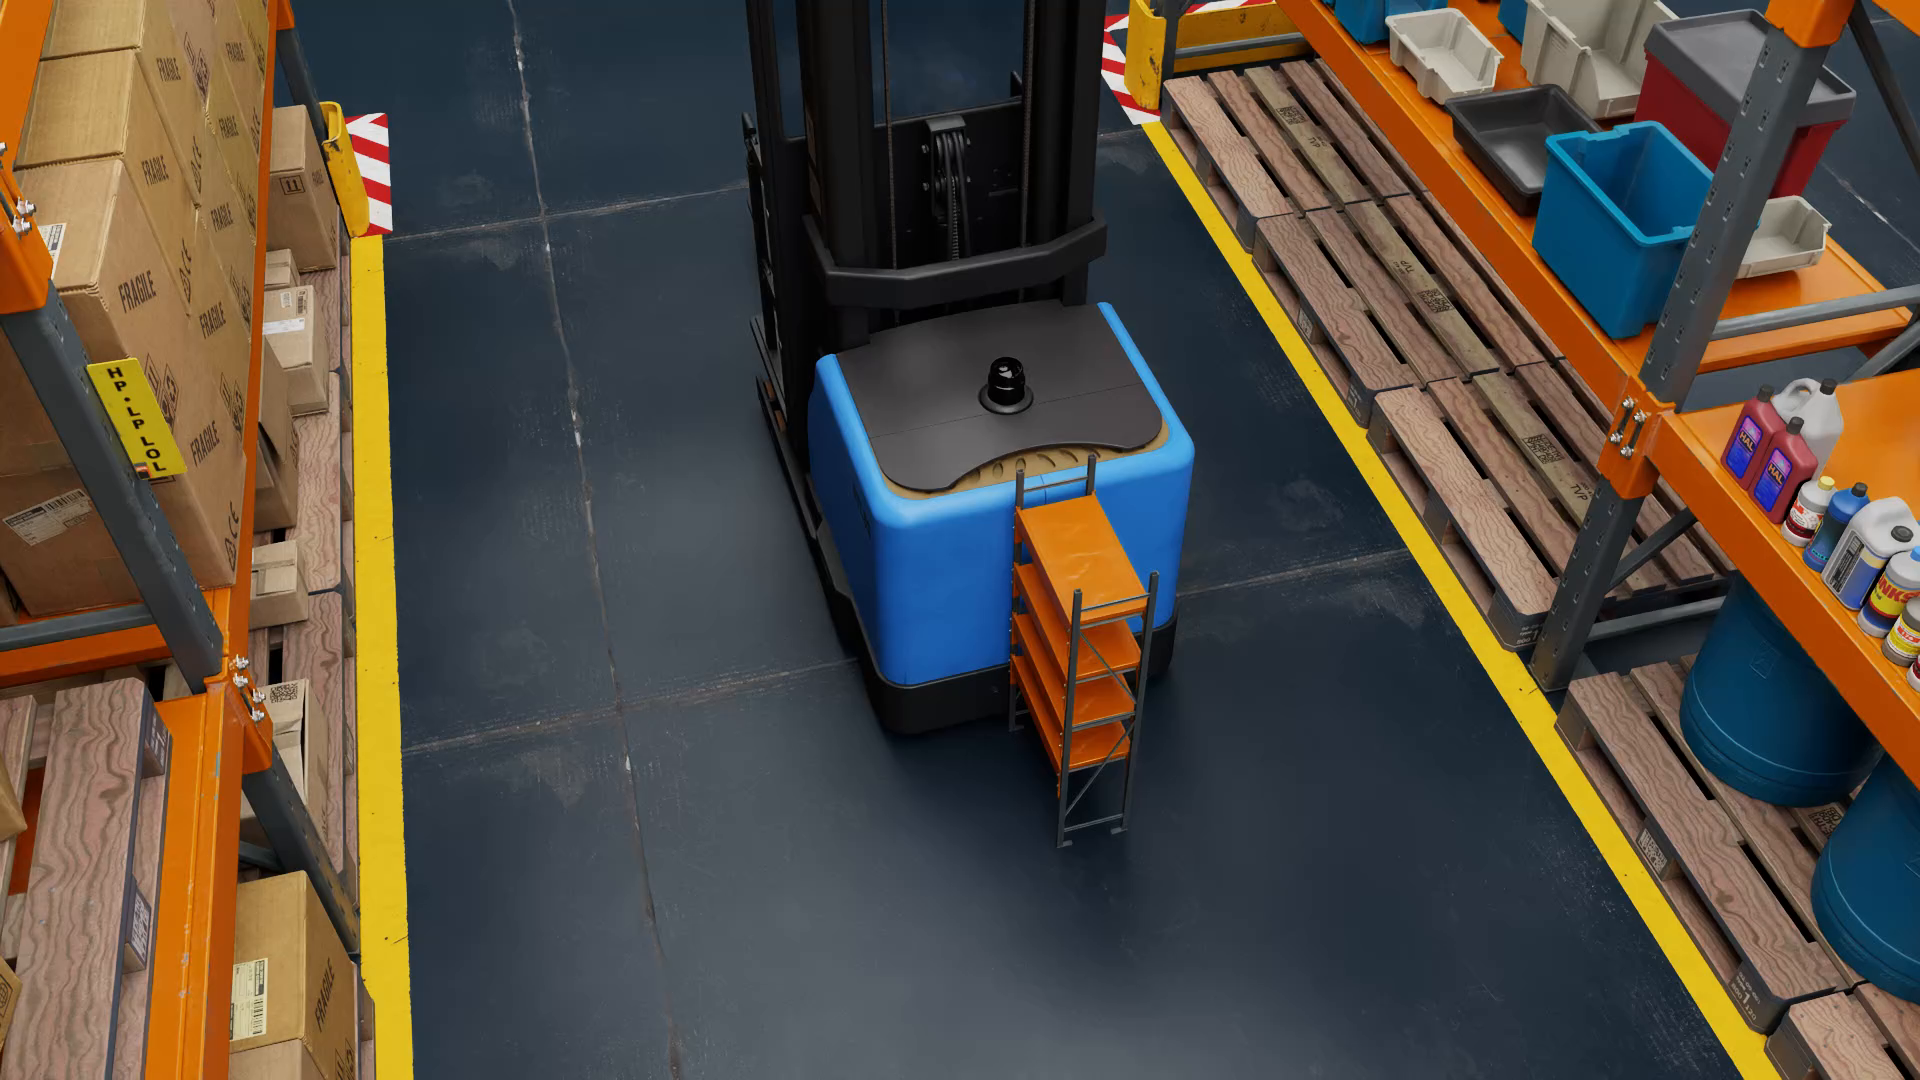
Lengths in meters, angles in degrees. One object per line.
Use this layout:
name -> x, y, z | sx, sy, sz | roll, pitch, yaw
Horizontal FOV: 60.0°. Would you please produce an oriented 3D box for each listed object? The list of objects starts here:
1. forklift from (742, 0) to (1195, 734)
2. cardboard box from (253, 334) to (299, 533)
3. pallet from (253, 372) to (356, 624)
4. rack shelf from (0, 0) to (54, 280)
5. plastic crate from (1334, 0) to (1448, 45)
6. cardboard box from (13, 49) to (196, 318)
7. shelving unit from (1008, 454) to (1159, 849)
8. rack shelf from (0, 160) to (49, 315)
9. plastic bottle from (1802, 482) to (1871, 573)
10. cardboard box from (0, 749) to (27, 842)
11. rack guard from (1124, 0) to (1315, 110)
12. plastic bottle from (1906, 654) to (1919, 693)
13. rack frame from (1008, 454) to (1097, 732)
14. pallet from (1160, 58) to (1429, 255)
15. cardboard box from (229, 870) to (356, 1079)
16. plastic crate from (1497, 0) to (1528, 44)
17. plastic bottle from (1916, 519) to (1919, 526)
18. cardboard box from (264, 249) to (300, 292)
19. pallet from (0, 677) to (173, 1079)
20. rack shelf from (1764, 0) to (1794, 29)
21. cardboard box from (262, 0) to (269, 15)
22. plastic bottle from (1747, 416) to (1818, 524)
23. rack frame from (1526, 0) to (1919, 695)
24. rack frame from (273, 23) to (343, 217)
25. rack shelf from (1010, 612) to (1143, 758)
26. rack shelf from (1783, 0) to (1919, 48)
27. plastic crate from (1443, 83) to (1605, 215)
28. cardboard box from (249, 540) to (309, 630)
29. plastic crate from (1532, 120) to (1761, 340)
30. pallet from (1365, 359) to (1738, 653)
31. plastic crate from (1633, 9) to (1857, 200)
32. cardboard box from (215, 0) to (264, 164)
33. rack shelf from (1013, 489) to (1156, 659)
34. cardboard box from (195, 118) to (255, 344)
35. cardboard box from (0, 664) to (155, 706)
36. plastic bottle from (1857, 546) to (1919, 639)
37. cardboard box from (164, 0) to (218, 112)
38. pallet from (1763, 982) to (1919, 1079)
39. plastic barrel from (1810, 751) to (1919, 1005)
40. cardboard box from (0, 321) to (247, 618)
forklift -> -0.184, -1.456, 5.624 | 1.130, 2.935, 3.031 | -12, 47, -12
cardboard box -> -2.796, -0.325, 5.908 | 0.797, 0.503, 0.637 | -11, 47, -10
pallet -> -2.800, -0.091, 6.192 | 1.003, 0.211, 1.213 | -11, 47, -10
rack shelf -> -2.822, -1.928, 4.442 | 1.077, 0.370, 4.000 | -11, 47, -10
plastic crate -> 1.614, -2.029, 6.213 | 0.416, 0.233, 0.300 | -11, 47, -10
cardboard box -> -2.291, -0.867, 4.229 | 0.500, 0.500, 0.500 | -12, 47, -12
shelving unit -> 0.349, 0.366, 5.051 | 0.258, 1.200, 0.503 | -12, 47, -12
rack shelf -> -1.798, 0.834, 1.736 | 1.077, 0.370, 4.000 | -11, 47, -10
plastic bottle -> 2.267, -0.040, 4.279 | 0.097, 0.271, 0.097 | 0, 46, 0
cardboard box -> -2.405, 0.437, 3.357 | 0.700, 0.500, 0.500 | -26, 51, -23
rack guard -> 1.437, -2.553, 8.402 | 1.175, 0.500, 0.348 | -11, 47, -10
plastic bottle -> 2.377, 0.279, 4.015 | 0.097, 0.201, 0.097 | 0, 46, 0
rack frame -> 0.278, 0.199, 5.215 | 0.240, 1.200, 0.015 | -12, 47, -12
pallet -> 1.629, -1.861, 7.926 | 1.003, 0.211, 1.213 | -11, 47, -10
cardboard box -> -1.906, 1.260, 4.357 | 0.500, 0.500, 0.500 | -11, 47, -11
plastic crate -> 2.229, -2.005, 6.190 | 0.416, 0.233, 0.300 | -11, 47, -10
plastic bottle -> 2.439, 0.024, 4.266 | 0.097, 0.201, 0.097 | 0, 46, 0
cardboard box -> -2.940, -1.046, 6.851 | 0.380, 0.166, 0.250 | -11, 47, -10
pallet -> -2.211, 0.890, 3.412 | 1.003, 0.211, 1.213 | -11, 47, -10
rack shelf -> 1.968, -2.831, 5.327 | 1.077, 0.370, 4.000 | -11, 47, -10
cardboard box -> -2.956, -2.286, 6.320 | 0.500, 0.500, 0.500 | -9, 46, -9
plastic bottle -> 2.195, -0.188, 4.416 | 0.061, 0.283, 0.133 | -11, 47, -10
rack frame -> 2.480, -0.652, 4.789 | 1.000, 3.000, 0.127 | -11, 47, -10
rack frame -> -3.334, -2.510, 6.610 | 1.000, 3.000, 0.127 | -11, 47, -10
rack shelf -> 0.349, 0.413, 5.099 | 0.258, 0.148, 0.480 | -12, 47, -12
rack shelf -> 2.992, -0.069, 2.621 | 1.077, 0.370, 4.000 | -11, 47, -10
plastic crate -> 1.933, -1.300, 5.575 | 0.437, 0.125, 0.590 | -11, 47, -10
cardboard box -> -2.439, 0.164, 5.665 | 0.380, 0.166, 0.250 | -11, 47, -10
plastic crate -> 2.030, -0.927, 5.028 | 0.392, 0.384, 0.575 | -11, 47, -10
pallet -> 2.254, -0.176, 6.275 | 1.003, 0.211, 1.213 | -11, 47, -10
plastic crate -> 2.493, -1.358, 5.393 | 0.402, 0.464, 0.583 | -11, 47, -10
cardboard box -> -2.697, -1.583, 5.631 | 0.500, 0.500, 0.500 | -10, 46, -10
rack shelf -> 0.349, 0.091, 4.771 | 0.258, 0.148, 0.480 | -12, 47, -12
cardboard box -> -2.437, -0.884, 4.946 | 0.500, 0.500, 0.500 | -11, 47, -11
cardboard box -> -2.730, 0.631, 4.974 | 0.500, 0.500, 0.500 | -11, 47, -10
plastic bottle -> 2.327, 0.120, 4.122 | 0.097, 0.271, 0.097 | 0, 46, 0
cardboard box -> -2.555, -1.578, 4.926 | 0.500, 0.500, 0.500 | -9, 46, -9
pallet -> 2.953, 1.708, 4.428 | 1.003, 0.211, 1.213 | -11, 47, -10
plastic barrel -> 2.784, 0.803, 4.538 | 0.600, 0.901, 0.708 | -11, 47, -10
cardboard box -> -2.177, -0.186, 4.262 | 0.500, 0.500, 0.500 | -10, 46, -9
